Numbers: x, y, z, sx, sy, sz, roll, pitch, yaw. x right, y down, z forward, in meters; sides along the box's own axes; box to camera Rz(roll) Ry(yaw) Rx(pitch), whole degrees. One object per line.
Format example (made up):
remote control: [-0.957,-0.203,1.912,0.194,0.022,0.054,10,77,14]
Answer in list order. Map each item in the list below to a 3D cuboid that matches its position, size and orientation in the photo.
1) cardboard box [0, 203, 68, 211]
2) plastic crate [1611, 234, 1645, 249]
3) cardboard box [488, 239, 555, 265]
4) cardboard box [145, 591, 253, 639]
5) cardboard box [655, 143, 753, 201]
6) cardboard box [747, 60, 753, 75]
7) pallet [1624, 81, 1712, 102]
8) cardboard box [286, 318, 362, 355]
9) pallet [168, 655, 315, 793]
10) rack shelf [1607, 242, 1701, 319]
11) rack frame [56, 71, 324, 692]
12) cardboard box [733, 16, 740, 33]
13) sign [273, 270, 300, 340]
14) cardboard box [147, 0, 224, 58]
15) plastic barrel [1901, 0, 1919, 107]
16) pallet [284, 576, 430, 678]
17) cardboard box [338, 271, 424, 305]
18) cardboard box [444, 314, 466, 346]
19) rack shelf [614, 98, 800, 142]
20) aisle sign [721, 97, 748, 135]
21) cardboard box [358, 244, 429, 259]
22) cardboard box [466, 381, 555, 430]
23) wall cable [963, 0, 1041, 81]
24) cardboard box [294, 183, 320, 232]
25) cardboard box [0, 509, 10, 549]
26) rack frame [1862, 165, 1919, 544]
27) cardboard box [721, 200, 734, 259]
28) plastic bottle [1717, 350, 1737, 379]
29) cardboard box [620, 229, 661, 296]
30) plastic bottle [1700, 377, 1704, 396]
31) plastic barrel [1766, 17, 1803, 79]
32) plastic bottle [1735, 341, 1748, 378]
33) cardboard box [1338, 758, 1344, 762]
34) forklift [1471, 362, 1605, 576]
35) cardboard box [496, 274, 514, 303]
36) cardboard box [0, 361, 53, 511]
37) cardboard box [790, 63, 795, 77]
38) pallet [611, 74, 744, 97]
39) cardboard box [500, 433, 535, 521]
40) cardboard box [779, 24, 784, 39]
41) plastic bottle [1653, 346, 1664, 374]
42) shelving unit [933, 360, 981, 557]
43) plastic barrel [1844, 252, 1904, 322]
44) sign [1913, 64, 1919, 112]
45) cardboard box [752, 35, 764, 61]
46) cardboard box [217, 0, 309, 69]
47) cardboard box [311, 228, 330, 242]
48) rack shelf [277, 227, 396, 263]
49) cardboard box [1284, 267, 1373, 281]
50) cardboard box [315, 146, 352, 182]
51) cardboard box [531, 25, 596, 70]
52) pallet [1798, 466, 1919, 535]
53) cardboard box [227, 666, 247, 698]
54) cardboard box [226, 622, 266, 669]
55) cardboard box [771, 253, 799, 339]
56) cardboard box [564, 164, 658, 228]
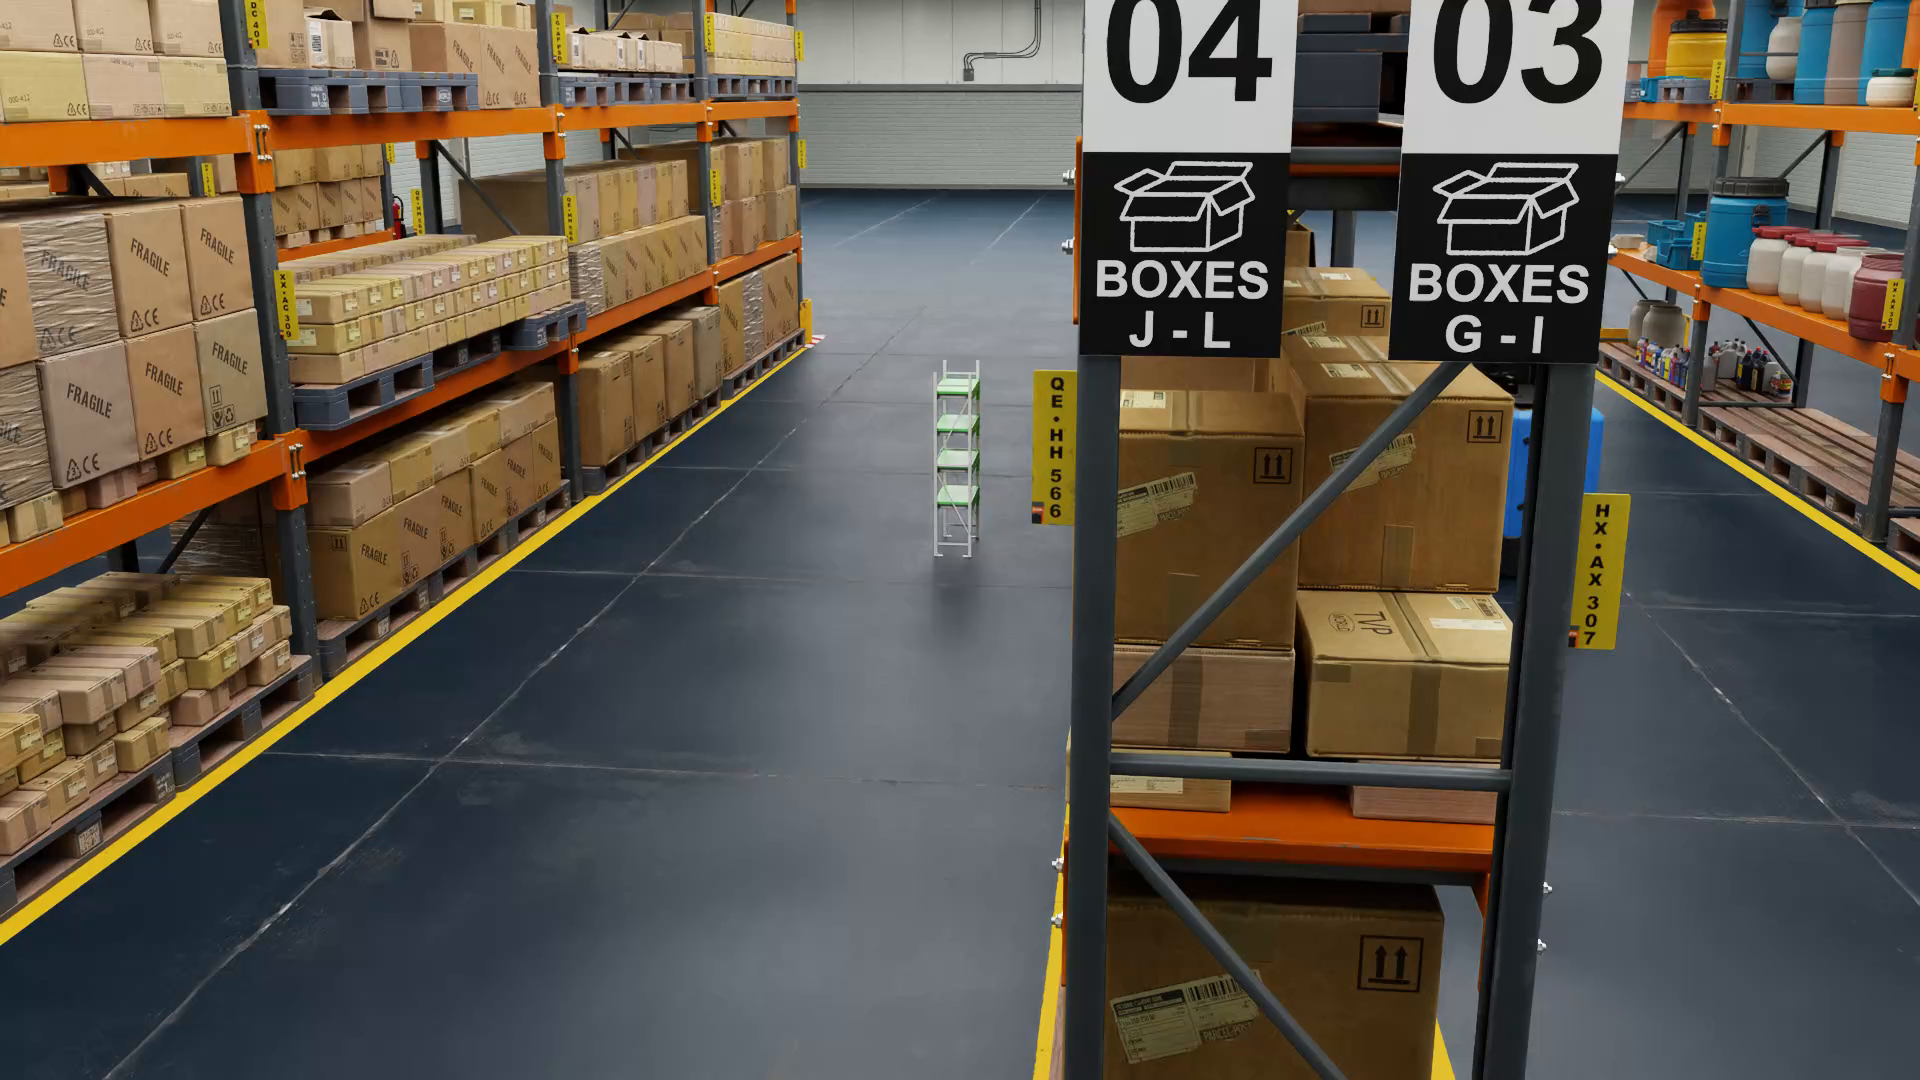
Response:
cardboard box: [-4.064,-1.136,6.940,0.500,0.500,0.500,1,15,5]
plastic crate: [7.044,-3.150,17.572,0.298,0.136,0.250,2,15,6]
cardboard box: [-2.907,-1.907,11.004,0.380,0.149,0.250,2,15,6]
cardboard box: [-3.499,0.347,7.648,0.380,0.149,0.250,2,15,7]
cardboard box: [-2.605,-3.752,16.934,0.875,0.550,0.550,2,15,6]
cardboard box: [-2.304,-4.774,16.808,0.380,0.149,0.250,2,15,6]
pallet: [7.274,-4.646,17.211,1.003,0.211,1.213,2,15,6]
cardboard box: [-3.226,-1.020,8.294,0.380,0.149,0.250,2,15,7]
pallet: [-3.768,0.815,7.743,1.003,0.211,1.213,2,15,6]
rack shelf: [7.239,-2.634,16.536,1.077,0.370,4.000,2,15,6]
rack frame: [-3.728,-0.706,8.027,1.000,3.000,0.127,2,15,6]
cardboard box: [-2.361,-5.026,16.213,0.380,0.149,0.250,1,15,5]
sign: [-3.188,-1.110,7.863,0.100,0.325,0.005,2,15,6]
cardboard box: [-3.527,-2.196,7.120,0.500,0.250,0.500,1,15,4]
plastic barrel: [6.944,-3.457,11.631,0.600,0.830,0.708,2,15,6]
pallet: [-3.641,0.438,9.138,1.003,0.211,1.213,2,15,6]
cardboard box: [-3.139,-1.367,9.008,0.380,0.149,0.250,1,15,6]
cardboard box: [-3.084,-1.215,9.586,0.380,0.149,0.250,1,15,5]
rack shelf: [-2.599,-4.401,17.322,1.077,0.370,4.000,2,15,6]
aisle sign: [-2.664,-5.101,19.299,0.394,0.787,0.004,2,15,6]
cardboard box: [-3.611,-1.796,10.595,0.380,0.149,0.250,1,15,4]
cardboard box: [-3.093,-0.917,11.353,0.500,0.250,0.500,1,15,5]
wall cable: [1.253,-16.689,49.128,2.305,6.003,0.169,2,15,6]
cardboard box: [-7.288,-3.591,17.934,0.500,0.500,0.500,2,15,7]
cardboard box: [-3.691,-0.028,6.000,0.380,0.149,0.250,2,15,8]
rack frame: [6.562,-1.426,10.687,1.000,3.000,0.127,2,15,6]
cardboard box: [-2.756,-3.093,16.566,0.875,0.550,0.550,2,15,6]
plastic bottle: [7.436,-1.715,16.132,0.152,0.276,0.135,2,15,6]
cardboard box: [-2.787,-2.292,13.702,0.500,0.500,0.500,2,15,6]
plastic bottle: [6.745,-1.428,15.214,0.097,0.201,0.097,0,15,0]
plastic barrel: [7.257,-4.274,14.455,0.421,0.512,0.421,0,15,0]
plastic bottle: [7.586,-1.753,16.130,0.144,0.351,0.185,2,15,6]
cardboard box: [1.133,0.476,4.137,0.380,0.149,0.250,1,15,5]
forklift: [3.513,-1.521,11.173,1.130,2.935,3.031,2,15,8]
cardboard box: [-2.994,-1.560,10.293,0.380,0.149,0.250,2,15,6]
cardboard box: [-3.699,-0.368,6.014,0.500,0.500,0.500,1,15,5]
cardboard box: [-2.074,-5.300,18.755,0.380,0.149,0.250,2,15,6]
pallet: [-2.722,-4.398,16.104,1.003,0.211,1.213,2,15,6]
cardboard box: [-3.153,-0.427,10.978,0.500,0.500,0.500,2,15,9]
cardboard box: [-2.133,-5.553,18.162,0.380,0.149,0.250,2,15,7]
plastic bottle: [6.878,-1.767,16.335,0.097,0.271,0.097,0,15,0]
shelving unit: [-0.019,-0.536,10.847,0.258,1.200,0.503,2,15,6]
plastic barrel: [6.466,-1.753,11.683,0.421,0.512,0.421,0,15,0]
sign: [6.015,-2.837,10.363,0.100,0.325,0.005,2,15,6]
cardboard box: [-2.323,-5.063,17.114,0.500,0.250,0.500,2,15,7]
cardboard box: [-3.576,-2.500,7.920,0.700,0.500,0.500,2,15,6]
cardboard box: [-7.208,-3.380,18.396,0.380,0.149,0.250,2,15,6]
rack shelf: [-7.529,-3.072,18.155,1.077,0.370,4.000,2,15,6]
cardboard box: [1.403,-0.840,6.803,0.500,0.500,0.500,2,15,8]
cardboard box: [-7.164,-4.207,18.299,0.700,0.500,0.500,2,15,6]
cardboard box: [-2.976,-3.581,12.087,0.500,0.311,0.500,2,15,6]
pallet: [6.688,-0.279,11.790,1.003,0.211,1.213,2,15,6]
cardboard box: [-3.546,0.644,7.691,0.380,0.149,0.250,2,15,8]
cardboard box: [-3.465,0.485,7.708,0.380,0.149,0.250,1,15,4]
cardboard box: [-2.384,-2.818,19.102,0.875,0.875,0.875,2,15,7]
cardboard box: [-2.989,-2.919,14.102,0.700,0.500,0.500,2,15,7]
